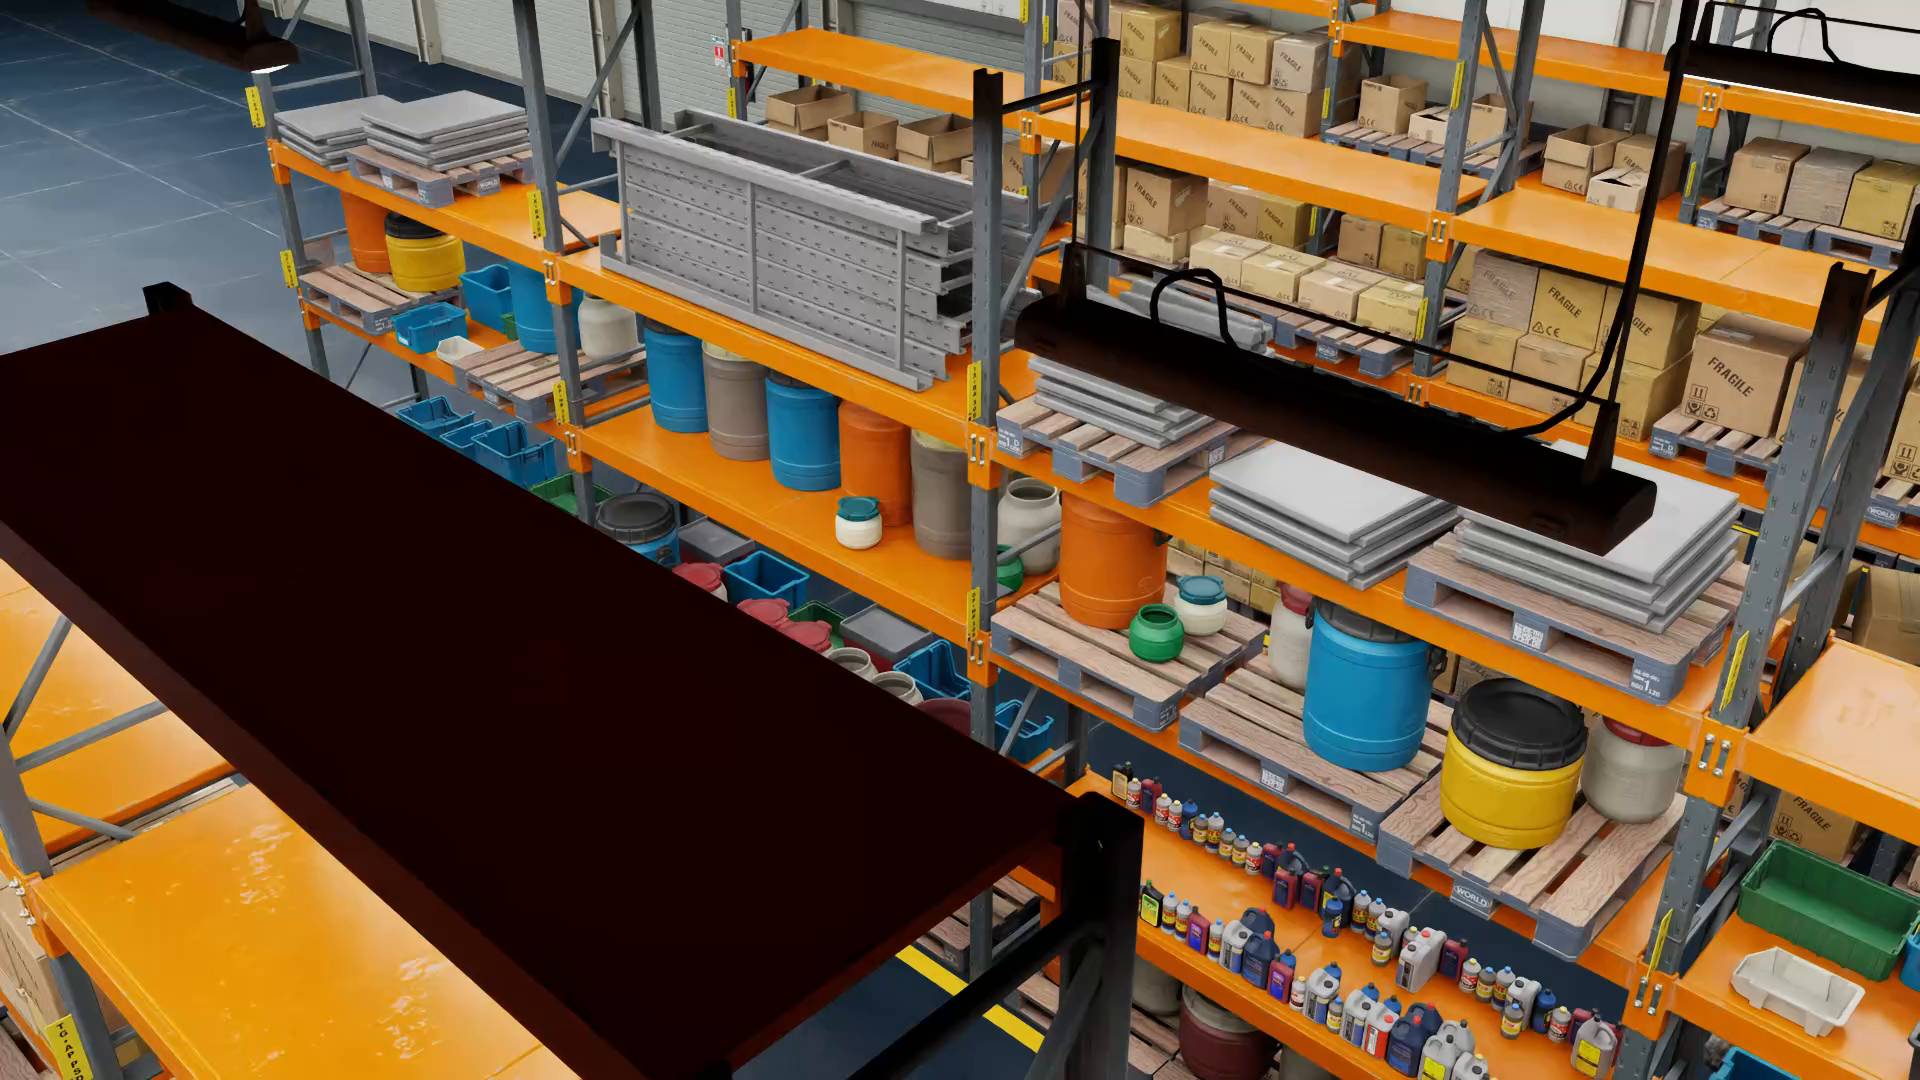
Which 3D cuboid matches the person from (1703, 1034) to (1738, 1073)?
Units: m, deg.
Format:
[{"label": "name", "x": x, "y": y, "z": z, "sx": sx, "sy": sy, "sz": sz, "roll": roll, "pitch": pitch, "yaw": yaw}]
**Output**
[{"label": "person", "x": 4.683, "y": 2.781, "z": 9.591, "sx": 0.696, "sy": 1.684, "sz": 0.641, "roll": -21, "pitch": 36, "yaw": -32}]
